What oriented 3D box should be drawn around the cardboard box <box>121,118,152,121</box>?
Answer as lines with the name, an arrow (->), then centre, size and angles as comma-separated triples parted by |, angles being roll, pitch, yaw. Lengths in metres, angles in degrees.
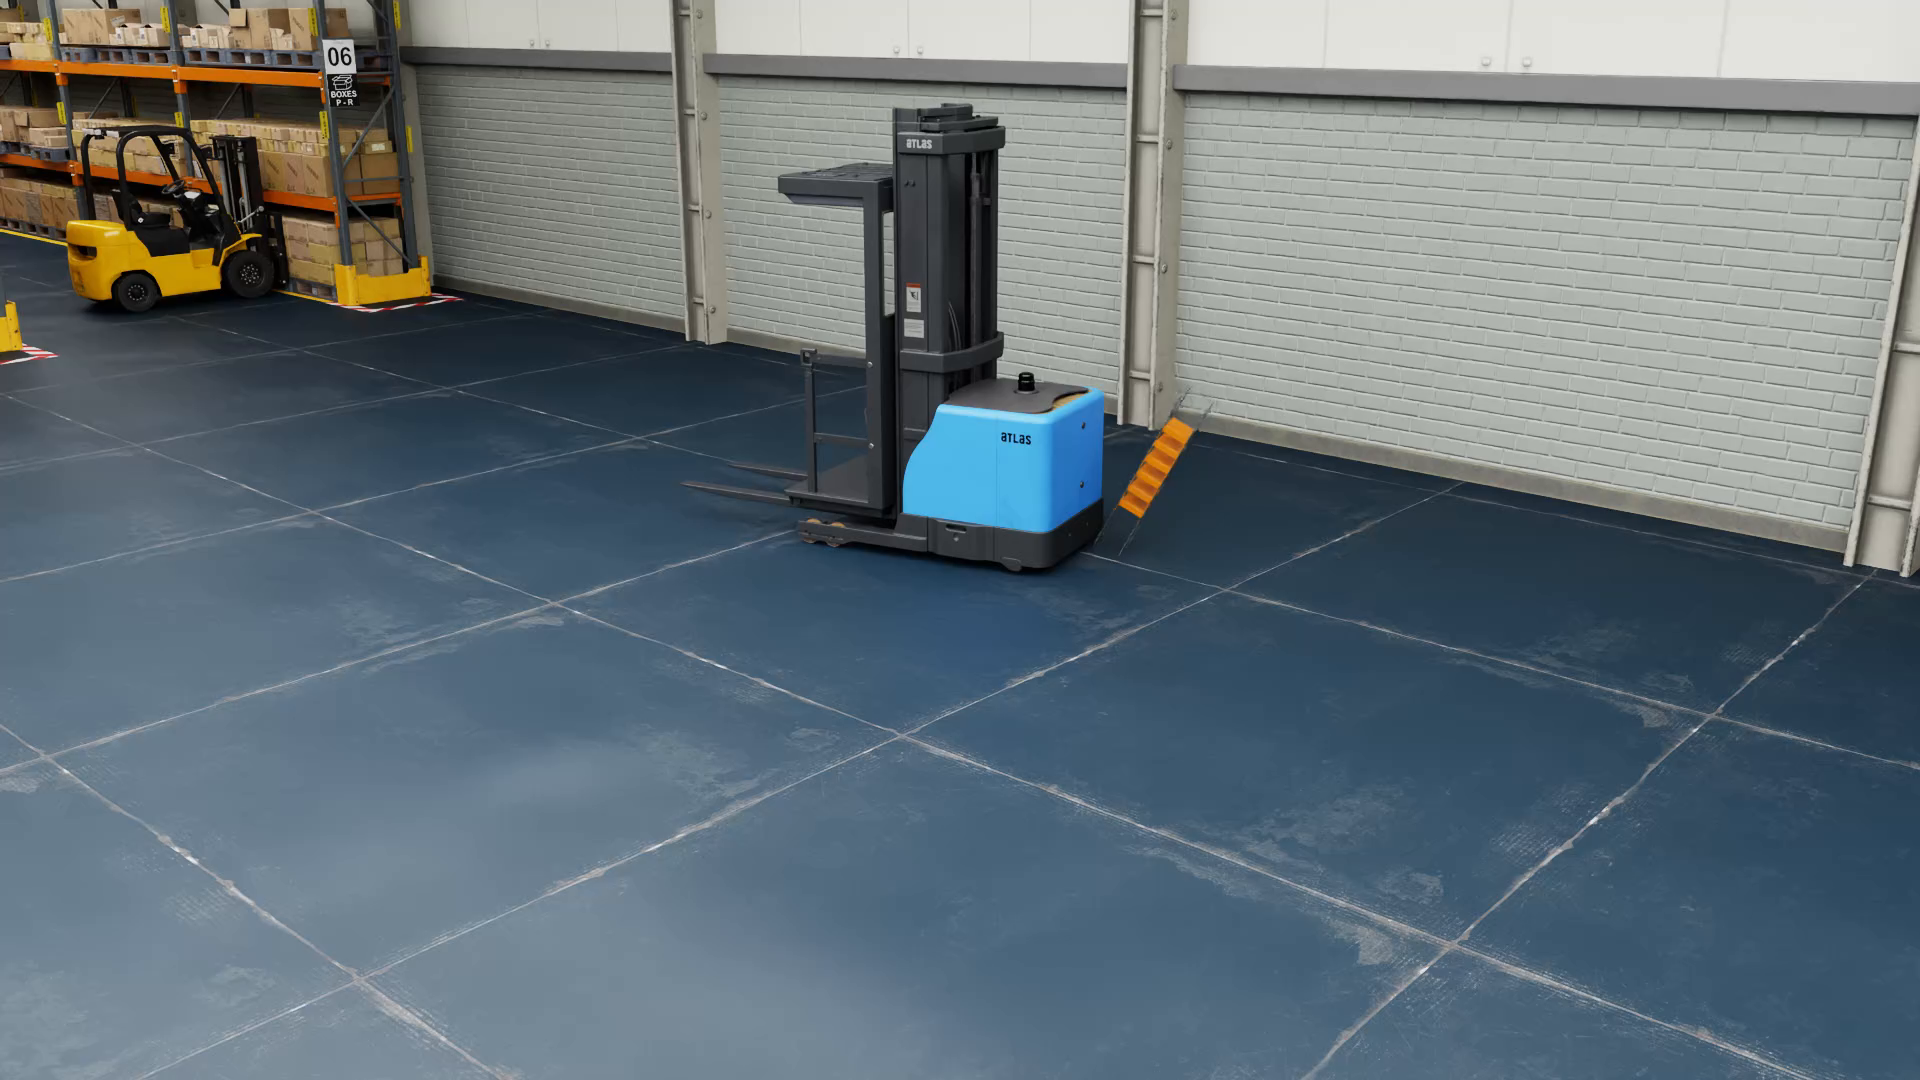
cardboard box -> -12.736, -6.447, 25.729 | 0.250, 0.149, 0.380 | 16, 23, 41

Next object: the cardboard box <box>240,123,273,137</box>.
cardboard box -> -9.334, -5.460, 22.129 | 0.250, 0.149, 0.380 | 15, 23, 39

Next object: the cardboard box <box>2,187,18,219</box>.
cardboard box -> -15.758, -5.696, 28.039 | 0.500, 0.500, 0.500 | 15, 23, 39

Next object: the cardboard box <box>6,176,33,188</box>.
cardboard box -> -15.825, -6.039, 28.046 | 0.250, 0.149, 0.380 | 14, 22, 36

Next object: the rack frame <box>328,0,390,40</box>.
rack frame -> -7.402, -7.389, 20.019 | 0.053, 2.616, 0.949 | 15, 23, 39

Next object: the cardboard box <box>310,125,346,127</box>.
cardboard box -> -8.278, -5.355, 21.798 | 0.250, 0.149, 0.380 | 16, 24, 41

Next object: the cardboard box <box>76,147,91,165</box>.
cardboard box -> -13.213, -5.921, 25.558 | 0.500, 0.250, 0.500 | 15, 23, 39

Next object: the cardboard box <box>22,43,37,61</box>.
cardboard box -> -14.305, -7.644, 26.028 | 0.500, 0.250, 0.500 | 15, 23, 39

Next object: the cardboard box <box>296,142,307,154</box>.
cardboard box -> -8.209, -5.004, 21.183 | 0.250, 0.149, 0.380 | 16, 23, 40

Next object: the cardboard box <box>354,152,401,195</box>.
cardboard box -> -7.586, -4.741, 21.425 | 0.500, 0.500, 0.500 | 16, 24, 41

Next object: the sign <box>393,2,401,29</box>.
sign -> -7.027, -6.539, 20.722 | 0.005, 0.325, 0.100 | 15, 23, 39

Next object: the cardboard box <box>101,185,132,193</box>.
cardboard box -> -13.566, -5.630, 26.759 | 0.250, 0.149, 0.380 | 17, 24, 42

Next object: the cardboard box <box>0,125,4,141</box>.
cardboard box -> -15.590, -6.710, 27.325 | 0.258, 0.266, 0.396 | 17, 24, 42

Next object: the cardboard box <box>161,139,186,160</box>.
cardboard box -> -10.928, -5.541, 23.535 | 0.500, 0.250, 0.500 | 14, 23, 38

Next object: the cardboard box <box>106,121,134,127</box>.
cardboard box -> -12.519, -6.171, 24.859 | 0.250, 0.149, 0.380 | 15, 23, 40

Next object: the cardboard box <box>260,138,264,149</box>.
cardboard box -> -8.947, -5.216, 21.851 | 0.250, 0.149, 0.380 | 15, 23, 39

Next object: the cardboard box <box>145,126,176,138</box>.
cardboard box -> -11.432, -5.840, 23.818 | 0.250, 0.149, 0.380 | 14, 22, 38

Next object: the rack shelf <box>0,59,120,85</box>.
rack shelf -> -14.879, -7.625, 26.910 | 4.000, 0.370, 1.077 | 15, 23, 39

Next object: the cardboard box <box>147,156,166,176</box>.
cardboard box -> -11.322, -5.404, 23.928 | 0.500, 0.250, 0.500 | 15, 23, 39

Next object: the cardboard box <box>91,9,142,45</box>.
cardboard box -> -12.242, -7.457, 24.166 | 0.500, 0.500, 0.500 | 16, 23, 41

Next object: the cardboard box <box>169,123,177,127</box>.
cardboard box -> -11.430, -6.078, 24.566 | 0.250, 0.149, 0.380 | 15, 23, 39

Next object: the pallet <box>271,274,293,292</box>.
pallet -> -8.908, -3.591, 22.576 | 1.213, 0.211, 1.003 | 15, 23, 39

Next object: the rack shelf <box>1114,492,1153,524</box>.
rack shelf -> 1.176, -0.227, 11.252 | 0.180, 0.103, 0.258 | 32, 25, 8

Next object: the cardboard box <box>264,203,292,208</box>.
cardboard box -> -9.506, -4.546, 23.177 | 0.500, 0.250, 0.500 | 15, 23, 38

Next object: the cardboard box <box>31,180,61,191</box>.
cardboard box -> -15.044, -5.830, 27.389 | 0.250, 0.149, 0.380 | 15, 23, 39

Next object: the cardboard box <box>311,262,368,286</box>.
cardboard box -> -7.961, -3.443, 21.353 | 0.500, 0.250, 0.500 | 15, 23, 40

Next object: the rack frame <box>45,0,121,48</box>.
rack frame -> -13.383, -8.996, 25.082 | 0.127, 3.000, 1.000 | 15, 23, 39

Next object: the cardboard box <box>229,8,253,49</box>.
cardboard box -> -9.004, -6.645, 21.604 | 0.637, 0.503, 0.797 | 16, 24, 41

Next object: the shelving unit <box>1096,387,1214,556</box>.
shelving unit -> 1.300, -0.454, 11.134 | 0.189, 1.200, 0.258 | 32, 25, 8

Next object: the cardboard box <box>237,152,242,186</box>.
cardboard box -> -9.453, -5.031, 22.340 | 0.500, 0.500, 0.500 | 15, 23, 39

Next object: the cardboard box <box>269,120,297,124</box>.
cardboard box -> -9.176, -5.634, 22.676 | 0.250, 0.149, 0.380 | 15, 23, 38

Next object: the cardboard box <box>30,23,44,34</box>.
cardboard box -> -14.196, -7.948, 25.834 | 0.250, 0.149, 0.380 | 14, 22, 37

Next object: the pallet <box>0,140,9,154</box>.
pallet -> -15.850, -6.663, 27.966 | 1.213, 0.211, 1.003 | 15, 23, 39

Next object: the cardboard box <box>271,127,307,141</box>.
cardboard box -> -8.631, -5.236, 21.423 | 0.250, 0.149, 0.380 | 16, 23, 41

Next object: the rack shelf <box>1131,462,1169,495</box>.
rack shelf -> 1.280, -0.418, 11.153 | 0.180, 0.103, 0.258 | 32, 25, 8

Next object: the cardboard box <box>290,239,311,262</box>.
cardboard box -> -8.339, -3.789, 21.615 | 0.500, 0.250, 0.500 | 15, 23, 39

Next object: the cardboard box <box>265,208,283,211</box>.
cardboard box -> -9.482, -4.329, 22.493 | 0.500, 0.250, 0.500 | 16, 24, 41

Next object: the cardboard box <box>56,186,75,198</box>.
cardboard box -> -14.145, -5.544, 26.489 | 0.250, 0.149, 0.380 | 14, 22, 36

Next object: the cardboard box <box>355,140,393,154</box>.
cardboard box -> -7.481, -5.014, 21.215 | 0.250, 0.149, 0.380 | 14, 23, 38

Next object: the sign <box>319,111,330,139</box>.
sign -> -7.770, -5.075, 20.340 | 0.005, 0.325, 0.100 | 15, 23, 39

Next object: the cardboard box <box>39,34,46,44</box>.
cardboard box -> -13.989, -7.758, 25.729 | 0.250, 0.149, 0.380 | 14, 23, 38

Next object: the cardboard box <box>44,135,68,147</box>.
cardboard box -> -14.129, -6.262, 26.106 | 0.250, 0.149, 0.380 | 16, 23, 40

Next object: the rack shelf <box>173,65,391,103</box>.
rack shelf -> -8.895, -6.019, 21.849 | 4.000, 0.370, 1.077 | 15, 23, 39

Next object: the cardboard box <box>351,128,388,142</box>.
cardboard box -> -7.509, -5.145, 21.135 | 0.250, 0.149, 0.380 | 14, 23, 38

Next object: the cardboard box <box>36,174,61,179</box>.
cardboard box -> -15.520, -6.151, 28.399 | 0.250, 0.149, 0.380 | 15, 23, 40

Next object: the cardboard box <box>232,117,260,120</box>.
cardboard box -> -9.952, -5.837, 23.314 | 0.250, 0.149, 0.380 | 15, 23, 39

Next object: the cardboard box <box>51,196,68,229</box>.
cardboard box -> -14.209, -5.285, 26.743 | 0.500, 0.500, 0.500 | 15, 23, 38

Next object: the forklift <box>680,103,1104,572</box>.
forklift -> -0.555, -1.482, 11.436 | 3.031, 2.935, 1.130 | 9, 20, 25

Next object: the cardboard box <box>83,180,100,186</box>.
cardboard box -> -14.356, -5.838, 27.415 | 0.250, 0.149, 0.380 | 14, 23, 38

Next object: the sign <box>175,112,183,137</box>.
sign -> -10.744, -5.723, 22.903 | 0.005, 0.325, 0.100 | 15, 23, 39

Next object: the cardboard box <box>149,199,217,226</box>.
cardboard box -> -11.364, -4.662, 24.573 | 0.625, 0.625, 0.875 | 15, 23, 39

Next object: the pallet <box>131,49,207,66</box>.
pallet -> -11.060, -6.846, 23.583 | 1.217, 0.209, 0.805 | 14, 22, 37

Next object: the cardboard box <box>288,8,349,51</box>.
cardboard box -> -7.892, -6.289, 20.487 | 0.500, 0.500, 0.500 | 16, 24, 41

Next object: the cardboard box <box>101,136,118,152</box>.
cardboard box -> -12.460, -5.949, 24.820 | 0.500, 0.250, 0.500 | 14, 23, 38

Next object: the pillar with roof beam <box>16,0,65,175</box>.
pillar with roof beam -> -19.155, -9.169, 25.627 | 0.400, 9.000, 9.100 | 15, 23, 39
